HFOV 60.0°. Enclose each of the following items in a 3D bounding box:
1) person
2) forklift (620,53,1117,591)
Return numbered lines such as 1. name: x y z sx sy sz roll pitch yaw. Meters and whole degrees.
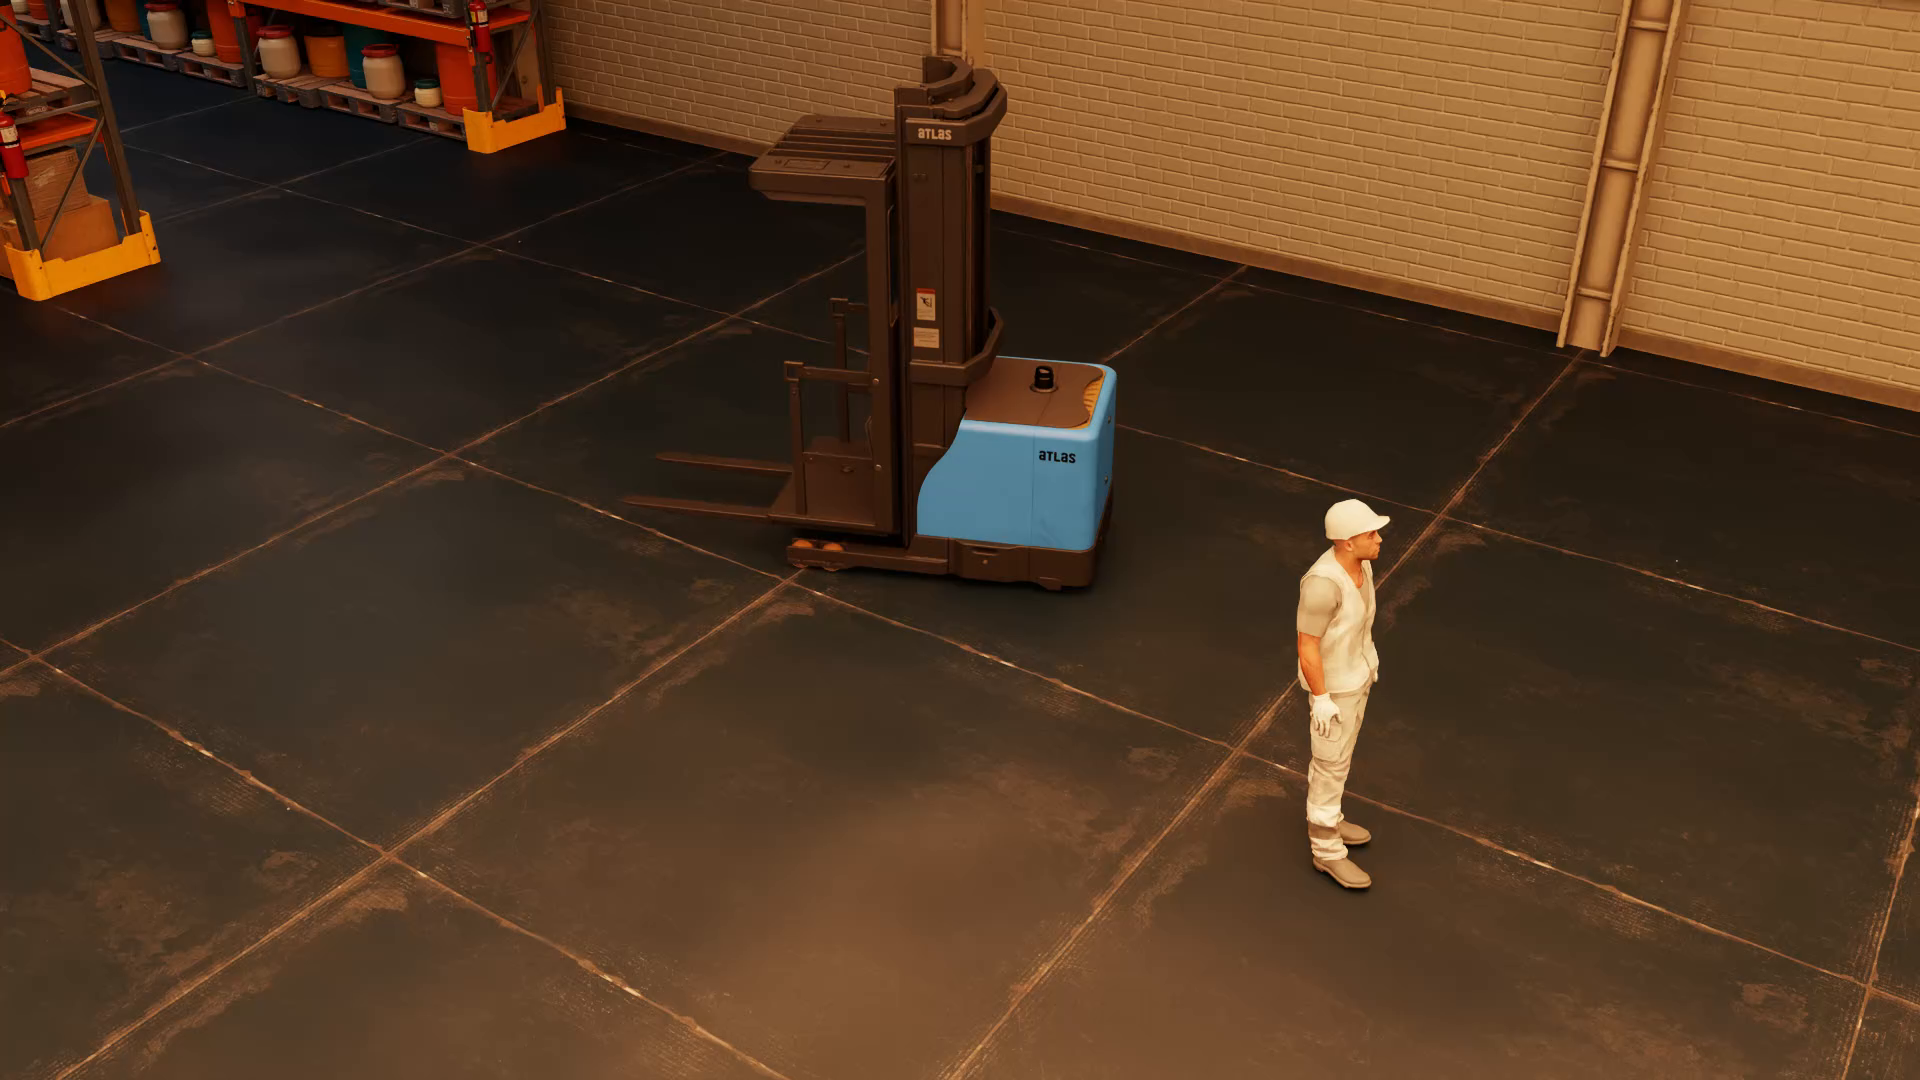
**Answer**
1. person: 1.795 0.663 7.561 0.564 1.787 0.637 18 35 28
2. forklift: -0.596 -1.330 9.871 3.031 2.935 1.130 6 31 10
